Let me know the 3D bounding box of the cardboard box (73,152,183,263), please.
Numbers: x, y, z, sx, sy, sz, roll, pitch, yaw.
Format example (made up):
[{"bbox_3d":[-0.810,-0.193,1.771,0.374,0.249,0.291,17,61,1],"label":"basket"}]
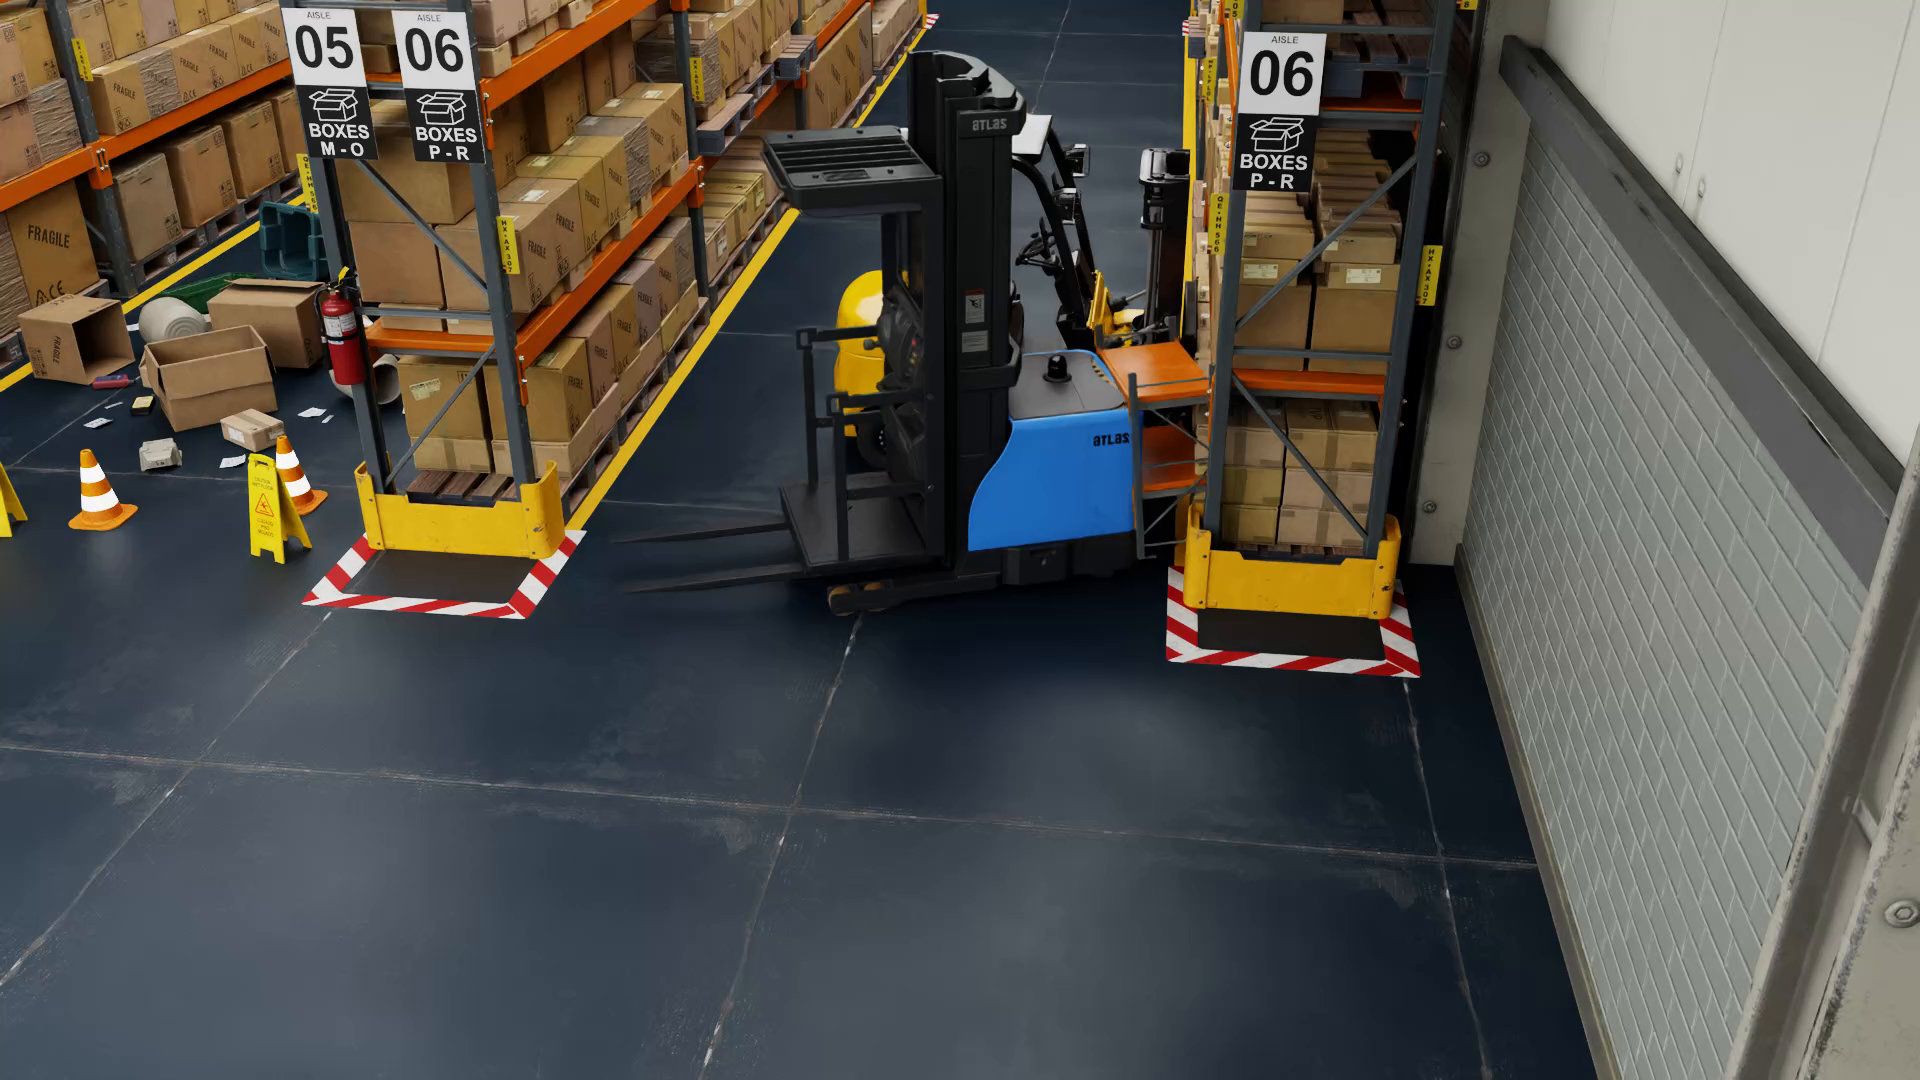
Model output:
[{"bbox_3d":[-7.490,-2.895,14.390,1.050,0.750,0.750,3,28,6],"label":"cardboard box"}]

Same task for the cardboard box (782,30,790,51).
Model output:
[{"bbox_3d":[-1.816,-4.701,15.635,0.380,0.149,0.250,3,28,6],"label":"cardboard box"}]

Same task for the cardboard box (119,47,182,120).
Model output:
[{"bbox_3d":[-7.084,-3.917,14.252,0.500,0.500,0.500,4,29,7],"label":"cardboard box"}]

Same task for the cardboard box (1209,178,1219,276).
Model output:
[{"bbox_3d":[1.871,-2.007,10.707,0.500,0.500,0.500,4,29,7],"label":"cardboard box"}]

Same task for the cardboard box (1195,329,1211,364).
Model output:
[{"bbox_3d":[1.741,-1.122,10.572,0.500,0.250,0.500,4,29,7],"label":"cardboard box"}]

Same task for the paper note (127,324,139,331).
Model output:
[{"bbox_3d":[-6.660,-1.727,13.423,0.147,0.020,0.142,-17,33,-29],"label":"paper note"}]

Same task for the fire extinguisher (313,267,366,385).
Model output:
[{"bbox_3d":[-3.513,-1.219,9.432,0.296,0.674,0.183,3,28,6],"label":"fire extinguisher"}]

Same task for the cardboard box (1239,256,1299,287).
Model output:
[{"bbox_3d":[1.649,-1.503,9.087,0.380,0.149,0.250,4,29,7],"label":"cardboard box"}]

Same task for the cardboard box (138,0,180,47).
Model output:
[{"bbox_3d":[-7.298,-4.601,14.469,0.700,0.500,0.500,4,29,7],"label":"cardboard box"}]

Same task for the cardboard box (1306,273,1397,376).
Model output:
[{"bbox_3d":[2.221,-1.255,9.311,0.500,0.500,0.500,4,29,8],"label":"cardboard box"}]

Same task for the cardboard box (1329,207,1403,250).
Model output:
[{"bbox_3d":[2.233,-1.721,9.179,0.380,0.149,0.250,4,29,8],"label":"cardboard box"}]

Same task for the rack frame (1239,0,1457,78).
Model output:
[{"bbox_3d":[1.885,-3.635,7.509,1.000,3.000,0.127,3,28,6],"label":"rack frame"}]

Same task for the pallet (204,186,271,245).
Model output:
[{"bbox_3d":[-7.310,-3.119,15.817,1.003,0.211,1.213,3,28,6],"label":"pallet"}]

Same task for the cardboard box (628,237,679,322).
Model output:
[{"bbox_3d":[-2.418,-1.934,12.343,0.500,0.500,0.500,4,29,7],"label":"cardboard box"}]

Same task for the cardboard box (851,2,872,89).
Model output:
[{"bbox_3d":[-1.568,-5.882,19.802,0.875,0.875,0.875,4,29,8],"label":"cardboard box"}]

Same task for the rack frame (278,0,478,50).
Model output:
[{"bbox_3d":[-3.042,-3.921,8.041,1.000,3.000,0.127,3,28,6],"label":"rack frame"}]

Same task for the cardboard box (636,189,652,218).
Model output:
[{"bbox_3d":[-2.410,-2.405,11.816,0.380,0.149,0.250,3,28,5],"label":"cardboard box"}]

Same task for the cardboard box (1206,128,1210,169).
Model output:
[{"bbox_3d":[2.177,-3.063,12.930,0.500,0.250,0.500,4,29,7],"label":"cardboard box"}]

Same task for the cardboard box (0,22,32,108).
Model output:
[{"bbox_3d":[-7.508,-3.507,12.301,0.875,0.550,0.550,3,28,6],"label":"cardboard box"}]

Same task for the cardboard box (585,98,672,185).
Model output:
[{"bbox_3d":[-2.415,-2.872,11.999,0.500,0.500,0.500,4,29,8],"label":"cardboard box"}]

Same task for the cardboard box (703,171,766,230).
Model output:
[{"bbox_3d":[-2.322,-3.104,15.177,0.950,0.372,0.625,4,29,8],"label":"cardboard box"}]

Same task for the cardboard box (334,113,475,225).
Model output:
[{"bbox_3d":[-3.196,-2.148,9.602,0.700,0.500,0.500,3,28,5],"label":"cardboard box"}]

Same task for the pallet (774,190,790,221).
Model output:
[{"bbox_3d":[-2.159,-3.451,16.432,1.003,0.211,1.213,3,28,6],"label":"pallet"}]

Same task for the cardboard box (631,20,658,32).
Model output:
[{"bbox_3d":[-2.663,-3.987,13.626,0.500,0.500,0.500,4,29,6],"label":"cardboard box"}]

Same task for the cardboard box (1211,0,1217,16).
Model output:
[{"bbox_3d":[2.534,-4.956,15.497,0.380,0.149,0.250,4,29,8],"label":"cardboard box"}]

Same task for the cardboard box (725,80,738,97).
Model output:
[{"bbox_3d":[-2.099,-3.853,14.061,0.380,0.149,0.250,4,29,7],"label":"cardboard box"}]

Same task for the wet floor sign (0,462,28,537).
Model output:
[{"bbox_3d":[-6.005,-0.355,10.229,0.267,0.644,0.232,-1,28,-3],"label":"wet floor sign"}]

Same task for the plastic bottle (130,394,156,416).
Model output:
[{"bbox_3d":[-5.895,-0.982,12.008,0.133,0.061,0.283,-6,29,-11],"label":"plastic bottle"}]

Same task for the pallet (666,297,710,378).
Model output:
[{"bbox_3d":[-2.599,-1.617,13.029,1.003,0.211,1.213,3,28,6],"label":"pallet"}]

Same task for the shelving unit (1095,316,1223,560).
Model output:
[{"bbox_3d":[1.177,-0.631,9.923,0.538,1.125,1.048,-7,23,-4],"label":"shelving unit"}]

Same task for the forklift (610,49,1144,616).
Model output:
[{"bbox_3d":[-0.517,-1.134,9.264,3.031,2.935,1.130,-7,29,-13],"label":"forklift"}]

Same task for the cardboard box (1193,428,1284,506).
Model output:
[{"bbox_3d":[1.634,-0.435,9.824,0.500,0.250,0.500,3,28,6],"label":"cardboard box"}]

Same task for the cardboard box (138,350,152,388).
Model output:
[{"bbox_3d":[-5.859,-1.283,12.352,0.396,0.266,0.258,8,29,15],"label":"cardboard box"}]

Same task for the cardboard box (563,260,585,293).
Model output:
[{"bbox_3d":[-2.588,-1.674,10.460,0.380,0.149,0.250,4,29,7],"label":"cardboard box"}]

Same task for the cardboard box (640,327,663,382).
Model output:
[{"bbox_3d":[-2.479,-1.353,12.055,0.500,0.250,0.500,4,29,7],"label":"cardboard box"}]

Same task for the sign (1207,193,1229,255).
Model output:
[{"bbox_3d":[1.348,-1.646,8.671,0.100,0.325,0.005,3,28,6],"label":"sign"}]

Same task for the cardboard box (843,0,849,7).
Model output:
[{"bbox_3d":[-1.520,-6.161,18.681,0.500,0.250,0.500,3,28,5],"label":"cardboard box"}]

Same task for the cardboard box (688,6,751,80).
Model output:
[{"bbox_3d":[-2.075,-4.195,14.012,0.500,0.500,0.500,3,28,6],"label":"cardboard box"}]

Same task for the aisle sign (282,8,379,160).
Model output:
[{"bbox_3d":[-3.337,-2.412,8.824,0.394,0.787,0.004,3,28,6],"label":"aisle sign"}]

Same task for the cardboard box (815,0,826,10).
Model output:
[{"bbox_3d":[-1.690,-5.667,17.238,0.500,0.250,0.500,4,29,7],"label":"cardboard box"}]

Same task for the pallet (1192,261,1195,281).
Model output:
[{"bbox_3d":[2.427,-1.998,13.736,1.003,0.211,1.213,3,28,6],"label":"pallet"}]

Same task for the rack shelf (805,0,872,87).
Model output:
[{"bbox_3d":[-1.816,-5.671,18.372,1.077,0.370,4.000,3,28,6],"label":"rack shelf"}]

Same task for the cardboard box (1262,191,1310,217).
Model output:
[{"bbox_3d":[1.829,-1.990,9.679,0.380,0.149,0.250,4,29,7],"label":"cardboard box"}]

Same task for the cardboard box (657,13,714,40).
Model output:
[{"bbox_3d":[-2.143,-4.009,12.984,0.380,0.149,0.250,3,28,6],"label":"cardboard box"}]

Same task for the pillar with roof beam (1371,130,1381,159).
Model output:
[{"bbox_3d":[-0.672,-6.984,13.727,9.100,9.000,0.400,3,28,6],"label":"pillar with roof beam"}]

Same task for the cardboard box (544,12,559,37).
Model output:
[{"bbox_3d":[-2.634,-3.122,9.985,0.380,0.149,0.250,2,28,5],"label":"cardboard box"}]

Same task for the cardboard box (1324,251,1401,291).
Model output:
[{"bbox_3d":[2.184,-1.468,9.022,0.380,0.149,0.250,3,28,5],"label":"cardboard box"}]

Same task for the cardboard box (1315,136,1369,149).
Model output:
[{"bbox_3d":[2.385,-2.451,10.533,0.380,0.149,0.250,4,29,8],"label":"cardboard box"}]

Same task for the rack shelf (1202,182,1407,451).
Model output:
[{"bbox_3d":[2.130,-1.618,10.850,1.077,0.370,4.000,3,28,6],"label":"rack shelf"}]

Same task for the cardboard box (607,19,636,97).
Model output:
[{"bbox_3d":[-2.821,-3.584,12.266,0.700,0.500,0.500,3,28,6],"label":"cardboard box"}]

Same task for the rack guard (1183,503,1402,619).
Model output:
[{"bbox_3d":[1.882,0.118,9.503,1.175,0.500,0.348,3,28,6],"label":"rack guard"}]

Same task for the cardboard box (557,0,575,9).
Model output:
[{"bbox_3d":[-2.606,-3.368,10.021,0.500,0.250,0.500,4,29,8],"label":"cardboard box"}]

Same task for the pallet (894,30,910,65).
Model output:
[{"bbox_3d":[-1.254,-6.630,22.335,1.003,0.211,1.213,3,28,6],"label":"pallet"}]

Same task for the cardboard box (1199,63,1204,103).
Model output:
[{"bbox_3d":[2.952,-5.026,18.609,0.500,0.500,0.500,3,28,5],"label":"cardboard box"}]
